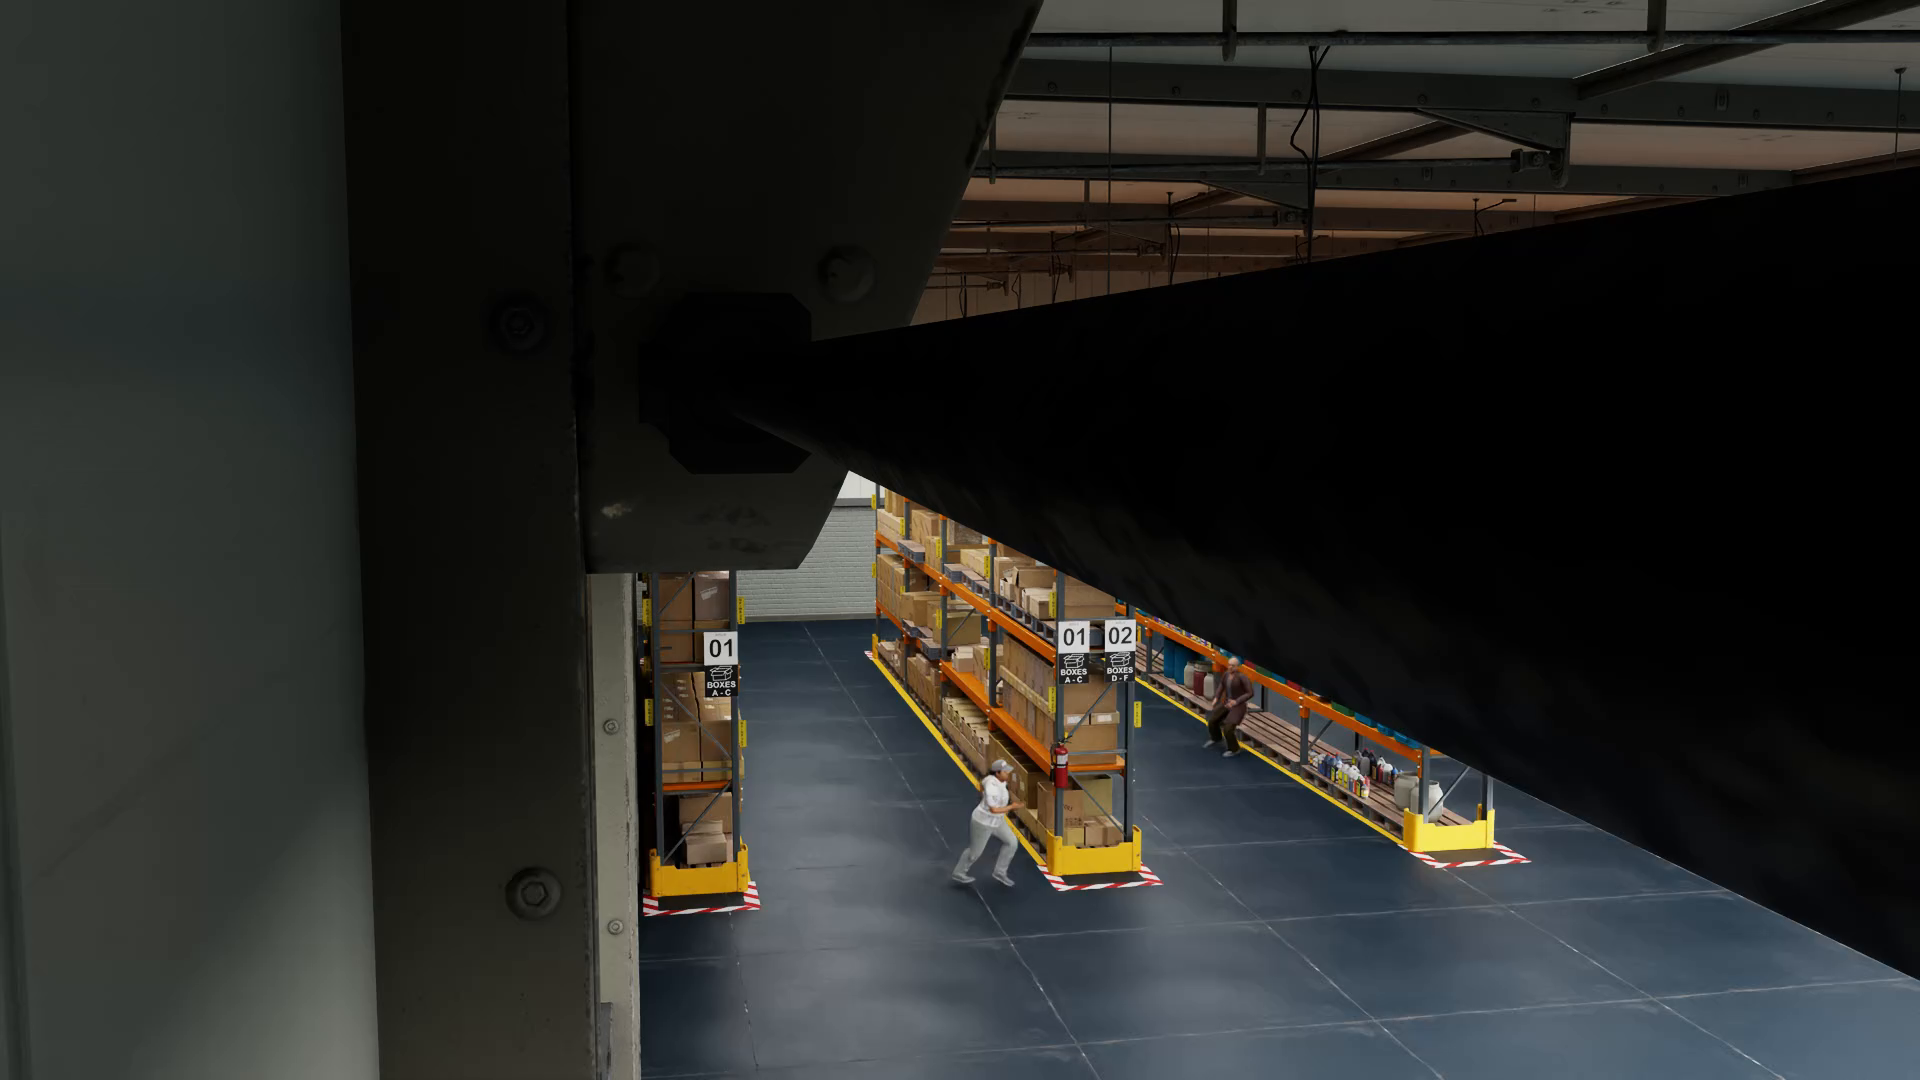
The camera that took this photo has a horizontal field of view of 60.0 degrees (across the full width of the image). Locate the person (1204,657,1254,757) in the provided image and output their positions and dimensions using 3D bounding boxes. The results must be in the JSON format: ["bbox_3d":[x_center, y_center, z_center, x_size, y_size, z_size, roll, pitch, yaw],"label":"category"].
[{"bbox_3d":[4.392,2.734,27.216,0.547,1.684,0.992,-5,7,-37],"label":"person"}]

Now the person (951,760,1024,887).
[{"bbox_3d":[0.343,3.451,20.241,0.926,1.617,0.533,3,6,24],"label":"person"}]
